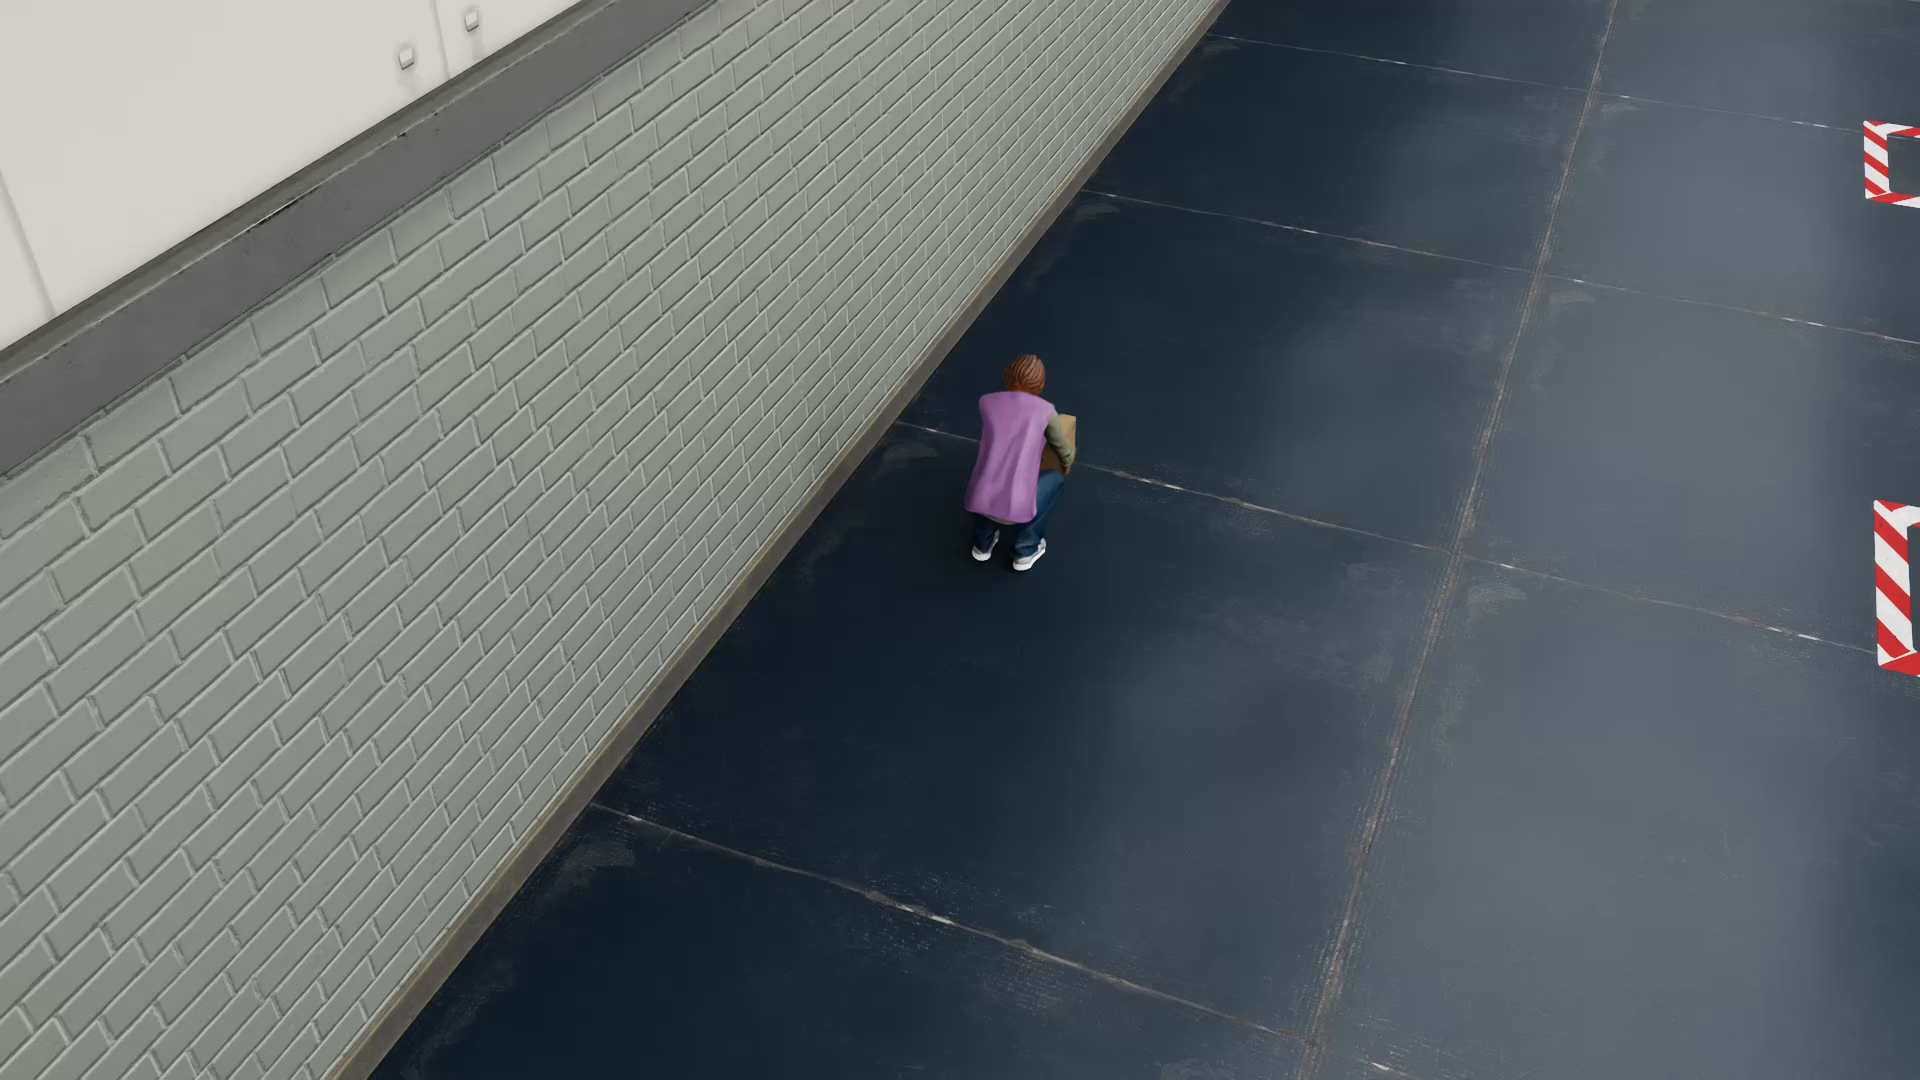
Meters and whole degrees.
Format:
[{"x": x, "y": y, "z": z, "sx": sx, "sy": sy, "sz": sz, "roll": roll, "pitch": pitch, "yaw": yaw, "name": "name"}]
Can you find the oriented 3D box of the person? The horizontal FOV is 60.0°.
[{"x": 0.262, "y": -0.363, "z": 7.870, "sx": 0.454, "sy": 0.888, "sz": 0.813, "roll": 14, "pitch": 40, "yaw": 18, "name": "person"}]
